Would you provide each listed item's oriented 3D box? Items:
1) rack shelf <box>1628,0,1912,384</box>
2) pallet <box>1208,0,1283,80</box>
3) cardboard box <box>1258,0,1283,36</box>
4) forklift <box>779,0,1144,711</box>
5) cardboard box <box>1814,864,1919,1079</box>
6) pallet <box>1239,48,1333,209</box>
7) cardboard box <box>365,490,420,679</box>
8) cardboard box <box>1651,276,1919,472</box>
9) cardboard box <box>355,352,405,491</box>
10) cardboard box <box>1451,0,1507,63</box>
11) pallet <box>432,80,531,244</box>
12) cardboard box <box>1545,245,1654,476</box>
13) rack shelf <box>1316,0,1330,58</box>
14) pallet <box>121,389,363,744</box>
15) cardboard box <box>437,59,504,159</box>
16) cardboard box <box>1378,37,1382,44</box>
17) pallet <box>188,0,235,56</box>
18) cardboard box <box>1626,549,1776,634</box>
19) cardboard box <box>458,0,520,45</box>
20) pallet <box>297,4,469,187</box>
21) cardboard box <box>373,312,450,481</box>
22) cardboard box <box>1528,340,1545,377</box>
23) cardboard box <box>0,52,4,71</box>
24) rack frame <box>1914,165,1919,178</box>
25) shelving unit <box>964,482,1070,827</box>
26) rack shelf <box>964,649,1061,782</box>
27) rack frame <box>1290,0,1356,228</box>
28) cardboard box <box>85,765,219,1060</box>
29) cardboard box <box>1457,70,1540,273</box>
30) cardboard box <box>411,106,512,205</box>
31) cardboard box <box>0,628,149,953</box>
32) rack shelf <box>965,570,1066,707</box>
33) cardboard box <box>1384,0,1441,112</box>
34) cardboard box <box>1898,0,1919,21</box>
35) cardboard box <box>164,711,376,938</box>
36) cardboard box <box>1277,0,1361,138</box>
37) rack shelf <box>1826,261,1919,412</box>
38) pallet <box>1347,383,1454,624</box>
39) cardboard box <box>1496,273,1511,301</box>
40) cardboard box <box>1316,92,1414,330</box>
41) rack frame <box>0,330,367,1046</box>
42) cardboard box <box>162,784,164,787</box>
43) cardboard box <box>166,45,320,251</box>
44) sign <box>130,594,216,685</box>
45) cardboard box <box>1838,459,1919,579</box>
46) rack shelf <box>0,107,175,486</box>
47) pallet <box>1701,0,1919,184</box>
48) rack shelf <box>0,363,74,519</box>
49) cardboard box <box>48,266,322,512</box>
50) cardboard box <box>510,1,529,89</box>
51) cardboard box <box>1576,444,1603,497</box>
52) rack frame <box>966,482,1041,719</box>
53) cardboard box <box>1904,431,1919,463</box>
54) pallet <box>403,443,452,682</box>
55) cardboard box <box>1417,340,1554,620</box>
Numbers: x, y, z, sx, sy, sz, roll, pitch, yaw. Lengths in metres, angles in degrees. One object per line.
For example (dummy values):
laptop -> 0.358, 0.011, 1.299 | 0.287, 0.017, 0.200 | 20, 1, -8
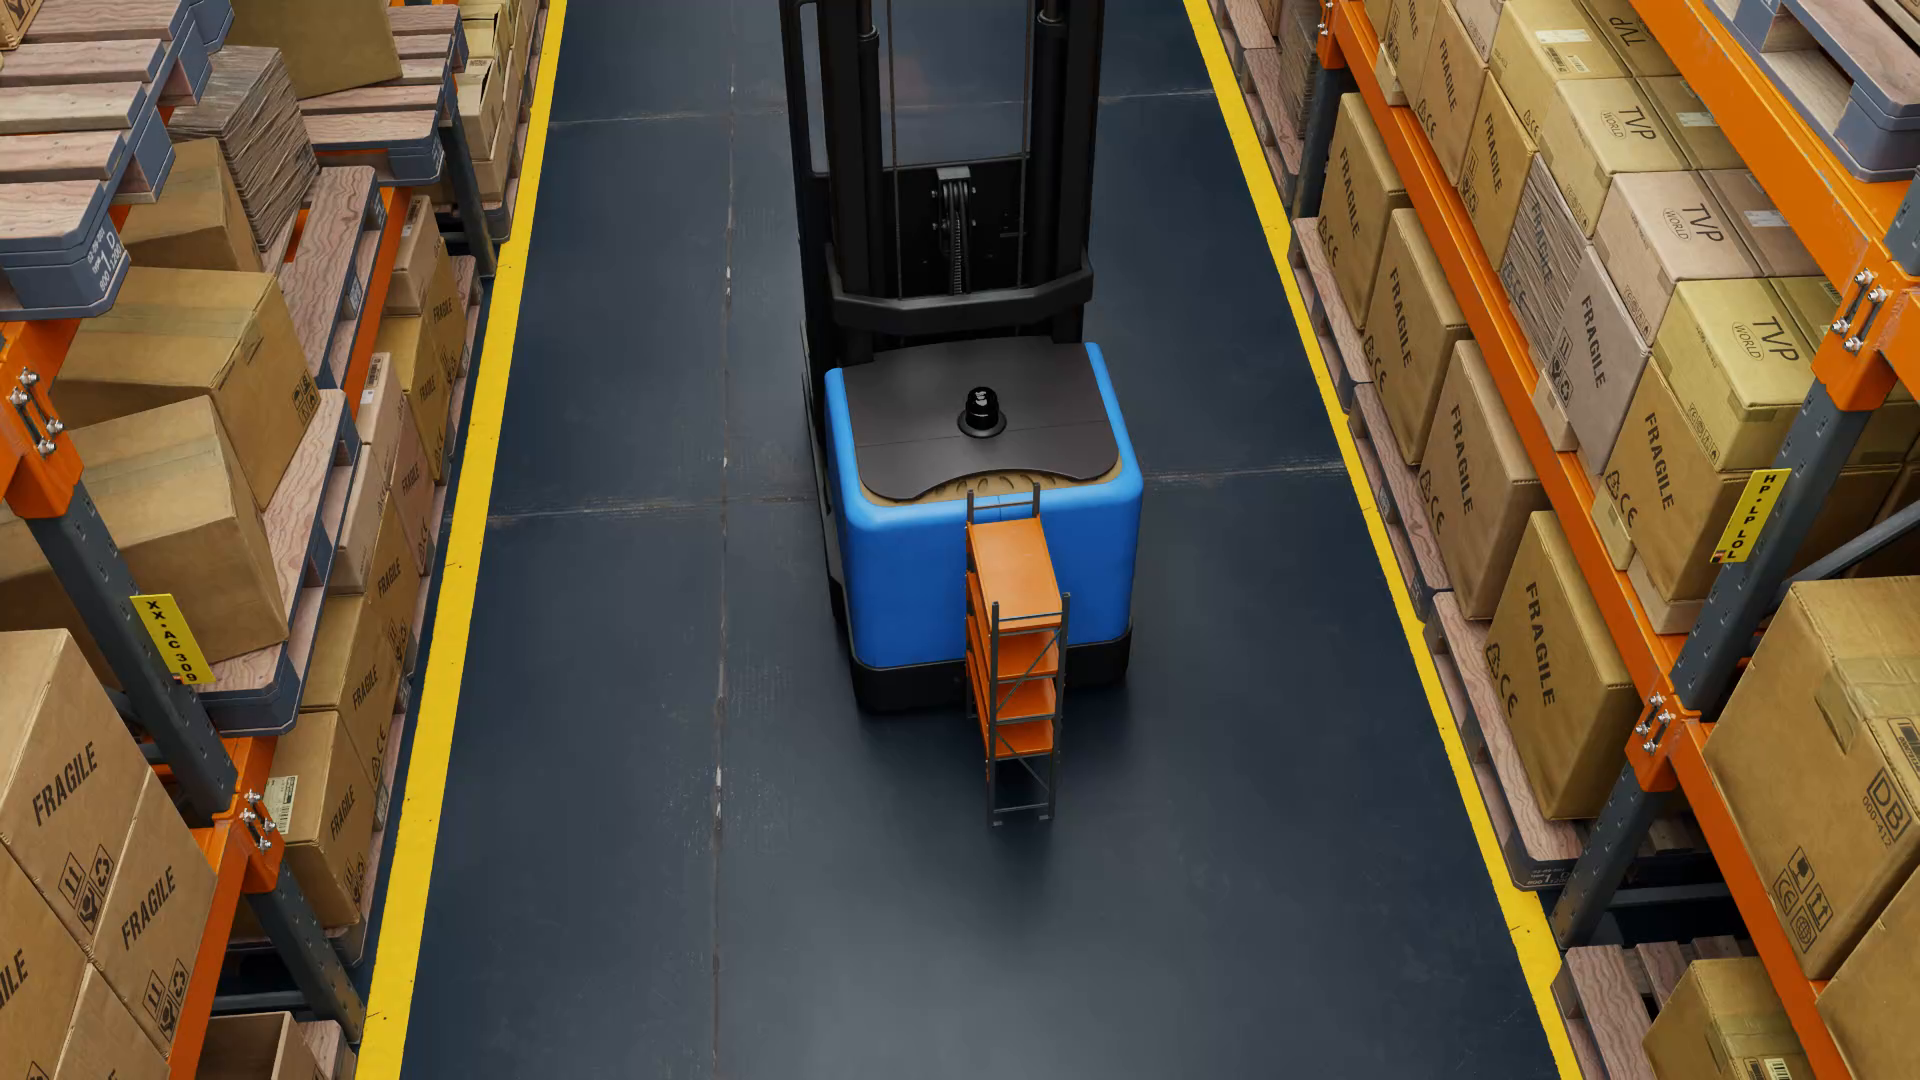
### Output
rack shelf -> 2.337, -1.957, 5.103 | 1.077, 0.370, 4.000 | -3, 47, -3
pallet -> 2.007, -3.107, 9.684 | 1.003, 0.211, 1.213 | -3, 47, -3
cardboard box -> 2.060, -3.167, 9.238 | 0.700, 0.500, 0.500 | -4, 47, -4
forklift -> -0.096, -1.456, 6.247 | 1.130, 2.935, 3.031 | -6, 47, -6
cardboard box -> 2.589, 1.093, 3.579 | 0.980, 0.700, 0.700 | -5, 47, -4
pallet -> 2.106, -2.226, 8.849 | 1.003, 0.211, 1.213 | -3, 47, -3
cardboard box -> -2.319, 0.174, 6.074 | 0.500, 0.500, 0.500 | -3, 47, -3
cardboard box -> 2.211, -0.449, 4.442 | 0.500, 0.250, 0.500 | -2, 47, -2
cardboard box -> -2.355, -0.423, 6.123 | 0.500, 0.250, 0.500 | -4, 47, -4
cardboard box -> 2.042, -1.927, 5.841 | 0.500, 0.250, 0.500 | -3, 47, -3
pallet -> -2.796, -1.955, 8.593 | 1.003, 0.211, 1.213 | -3, 47, -3
cardboard box -> 2.162, -0.556, 5.060 | 0.500, 0.500, 0.500 | -3, 47, -3
rack shelf -> 2.002, -3.819, 8.933 | 1.077, 0.370, 4.000 | -3, 47, -3
pallet -> -2.389, 0.059, 4.896 | 1.003, 0.211, 1.213 | -3, 47, -3
cardboard box -> -2.517, -2.104, 8.032 | 0.500, 0.311, 0.500 | -2, 47, -2
cardboard box -> 1.979, -2.105, 6.973 | 0.380, 0.149, 0.250 | -3, 47, -3
pallet -> -2.506, -1.615, 4.413 | 1.213, 0.211, 1.003 | -3, 47, -3
cardboard box -> 2.194, 0.127, 4.860 | 0.380, 0.149, 0.250 | -3, 47, -3
cardboard box -> -2.610, -2.853, 8.741 | 0.500, 0.311, 0.500 | -5, 47, -4
pallet -> -2.640, -1.764, 6.623 | 1.213, 0.211, 1.003 | -3, 47, -3
cardboard box -> -2.411, -0.571, 6.780 | 0.500, 0.500, 0.500 | -5, 47, -5
cardboard box -> 2.138, -0.613, 5.561 | 0.380, 0.149, 0.250 | -3, 47, -3
cardboard box -> -2.400, -1.035, 3.308 | 0.600, 0.600, 0.600 | -8, 47, -7
rack frame -> 2.505, -1.788, 2.382 | 1.000, 3.000, 0.127 | -3, 47, -3
shelving unit -> 0.179, 0.416, 5.666 | 0.258, 1.200, 0.503 | -6, 47, -6
rack shelf -> 0.179, 0.599, 5.859 | 0.258, 0.148, 0.480 | -6, 47, -6
rack frame -> 2.170, -2.620, 7.301 | 1.000, 3.000, 0.127 | -3, 47, -3
cardboard box -> -2.134, 0.890, 3.909 | 0.500, 0.500, 0.500 | -3, 47, -3
cardboard box -> 2.082, -1.281, 5.747 | 0.500, 0.500, 0.500 | -2, 47, -2
cardboard box -> -2.517, -1.911, 8.235 | 0.500, 0.250, 0.500 | -4, 47, -3
cardboard box -> -2.131, 0.550, 3.542 | 0.500, 0.500, 0.500 | -3, 47, -3
rack shelf -> 0.179, 0.309, 5.552 | 0.258, 0.148, 0.480 | -6, 47, -6
cardboard box -> 1.990, -2.017, 6.443 | 0.500, 0.500, 0.500 | -2, 47, -2
cardboard box -> 2.540, -1.586, 3.885 | 0.700, 0.500, 0.500 | -6, 47, -5
cardboard box -> -2.229, 0.922, 5.366 | 0.500, 0.500, 0.500 | -5, 47, -5
cardboard box -> 2.058, -2.429, 8.540 | 0.700, 0.500, 0.500 | -3, 47, -3
rack shelf -> 2.672, 0.937, 2.362 | 1.077, 0.370, 4.000 | -3, 47, -3
pallet -> 2.260, -0.205, 6.935 | 1.003, 0.211, 1.213 | -3, 47, -3
cardboard box -> 2.121, -0.988, 5.916 | 0.380, 0.149, 0.250 | -2, 47, -2
cardboard box -> 2.101, -1.485, 7.418 | 0.750, 0.750, 0.750 | -4, 47, -4
rack frame -> -2.431, 0.578, 4.273 | 1.000, 3.000, 0.127 | -3, 47, -3
cardboard box -> -2.758, 0.947, 5.342 | 0.500, 0.500, 0.500 | -4, 47, -4
cardboard box -> -2.715, -1.372, 5.762 | 0.700, 0.500, 0.500 | 4, 47, 4
sign -> -1.891, 0.242, 3.995 | 0.100, 0.325, 0.005 | -3, 47, -3
cardboard box -> 2.717, -0.217, 4.739 | 0.500, 0.500, 0.500 | -5, 47, -5
rack shelf -> -2.599, -1.653, 4.815 | 1.077, 0.370, 4.000 | -3, 47, -3
pallet -> 2.379, -1.352, 4.166 | 0.805, 0.209, 1.217 | -5, 47, -5
rack shelf -> -2.264, 1.241, 2.075 | 1.077, 0.370, 4.000 | -3, 47, -3
cardboard box -> -2.369, -0.451, 4.889 | 0.700, 0.500, 0.500 | 3, 47, 3
cardboard box -> -2.610, -2.651, 8.936 | 0.500, 0.250, 0.500 | -5, 47, -4
cardboard box -> 2.173, -0.245, 5.212 | 0.380, 0.149, 0.250 | -2, 47, -2
rack frame -> 0.142, 0.241, 5.832 | 0.240, 1.200, 0.015 | -6, 47, -6
cardboard box -> 2.726, -0.476, 4.467 | 0.500, 0.250, 0.500 | -2, 47, -2
pallet -> -2.642, 0.066, 6.678 | 1.003, 0.211, 1.213 | -3, 47, -3
cardboard box -> 2.243, -0.236, 6.235 | 0.750, 0.750, 0.750 | -2, 47, -2
